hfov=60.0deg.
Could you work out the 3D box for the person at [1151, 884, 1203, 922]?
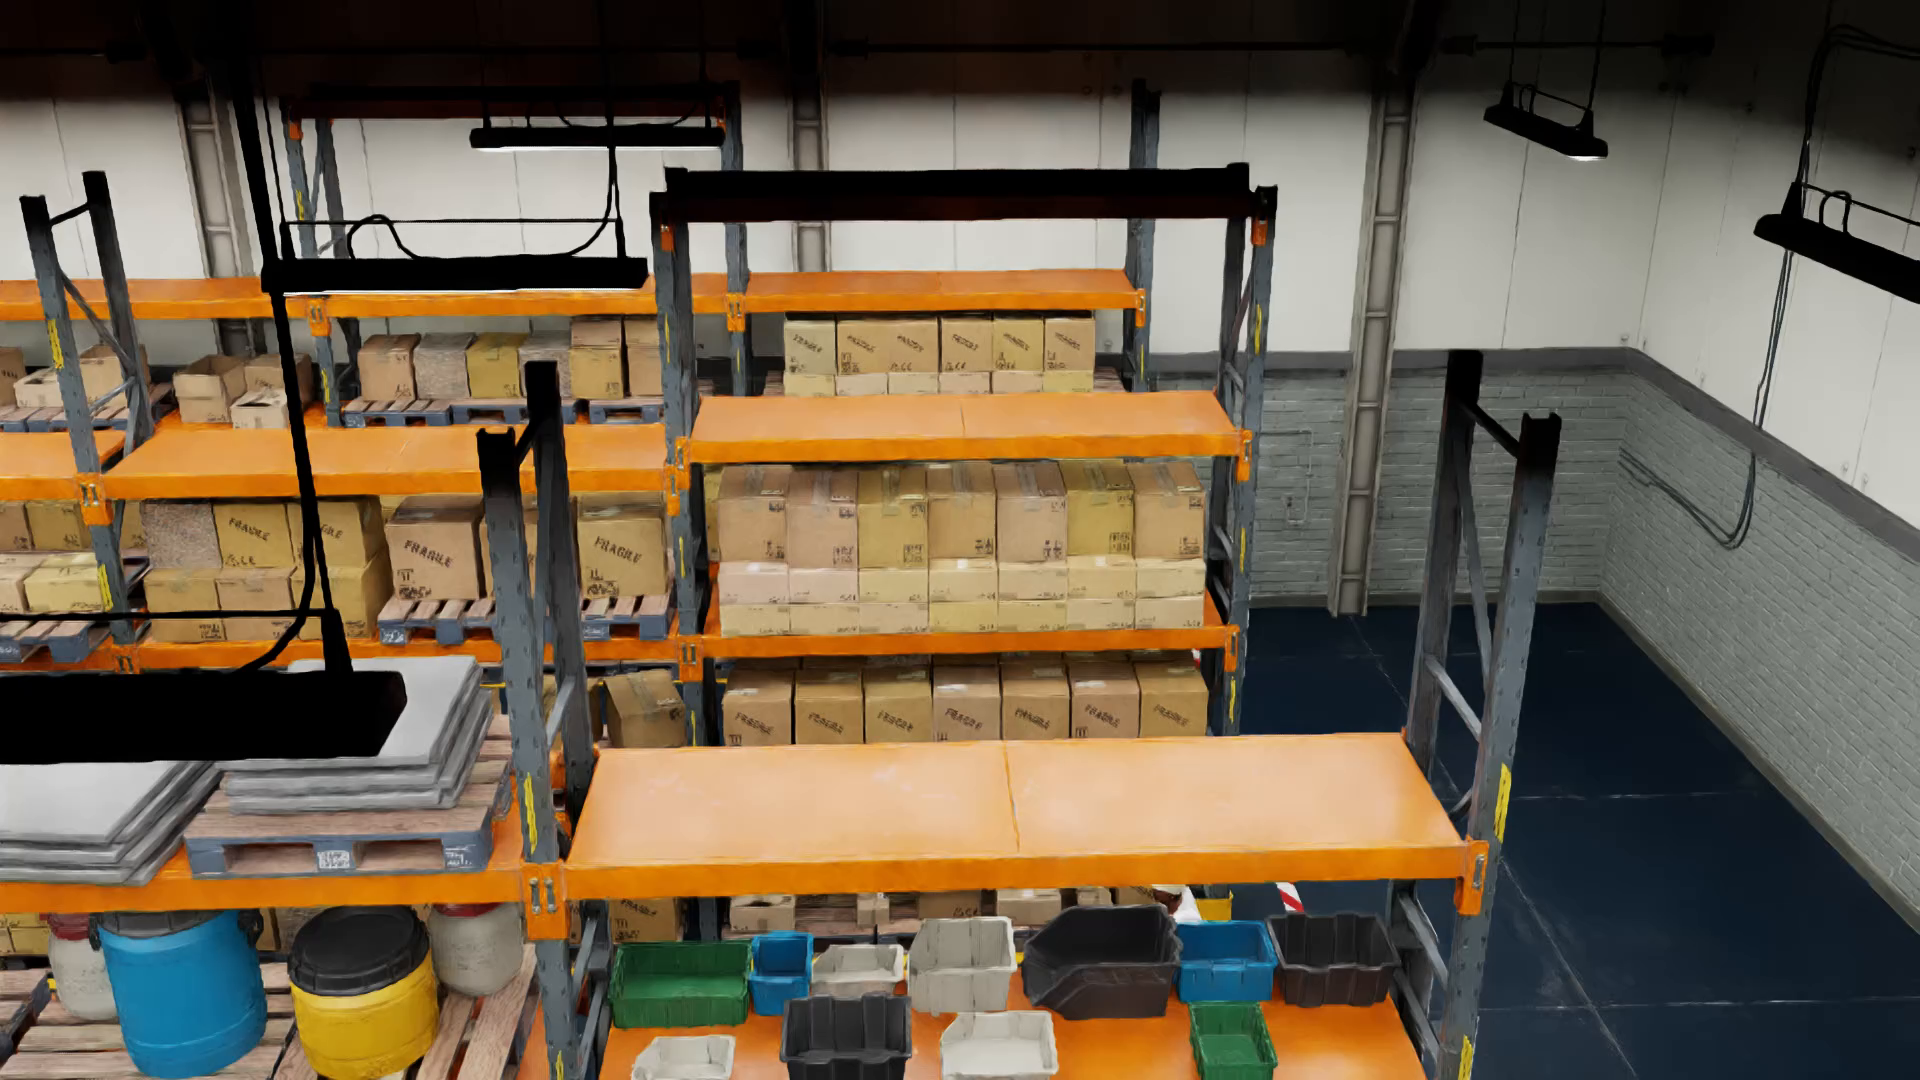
[{"bbox_3d":[1.532,2.990,11.510,0.549,1.735,0.702,-1,22,-4],"label":"person"}]
